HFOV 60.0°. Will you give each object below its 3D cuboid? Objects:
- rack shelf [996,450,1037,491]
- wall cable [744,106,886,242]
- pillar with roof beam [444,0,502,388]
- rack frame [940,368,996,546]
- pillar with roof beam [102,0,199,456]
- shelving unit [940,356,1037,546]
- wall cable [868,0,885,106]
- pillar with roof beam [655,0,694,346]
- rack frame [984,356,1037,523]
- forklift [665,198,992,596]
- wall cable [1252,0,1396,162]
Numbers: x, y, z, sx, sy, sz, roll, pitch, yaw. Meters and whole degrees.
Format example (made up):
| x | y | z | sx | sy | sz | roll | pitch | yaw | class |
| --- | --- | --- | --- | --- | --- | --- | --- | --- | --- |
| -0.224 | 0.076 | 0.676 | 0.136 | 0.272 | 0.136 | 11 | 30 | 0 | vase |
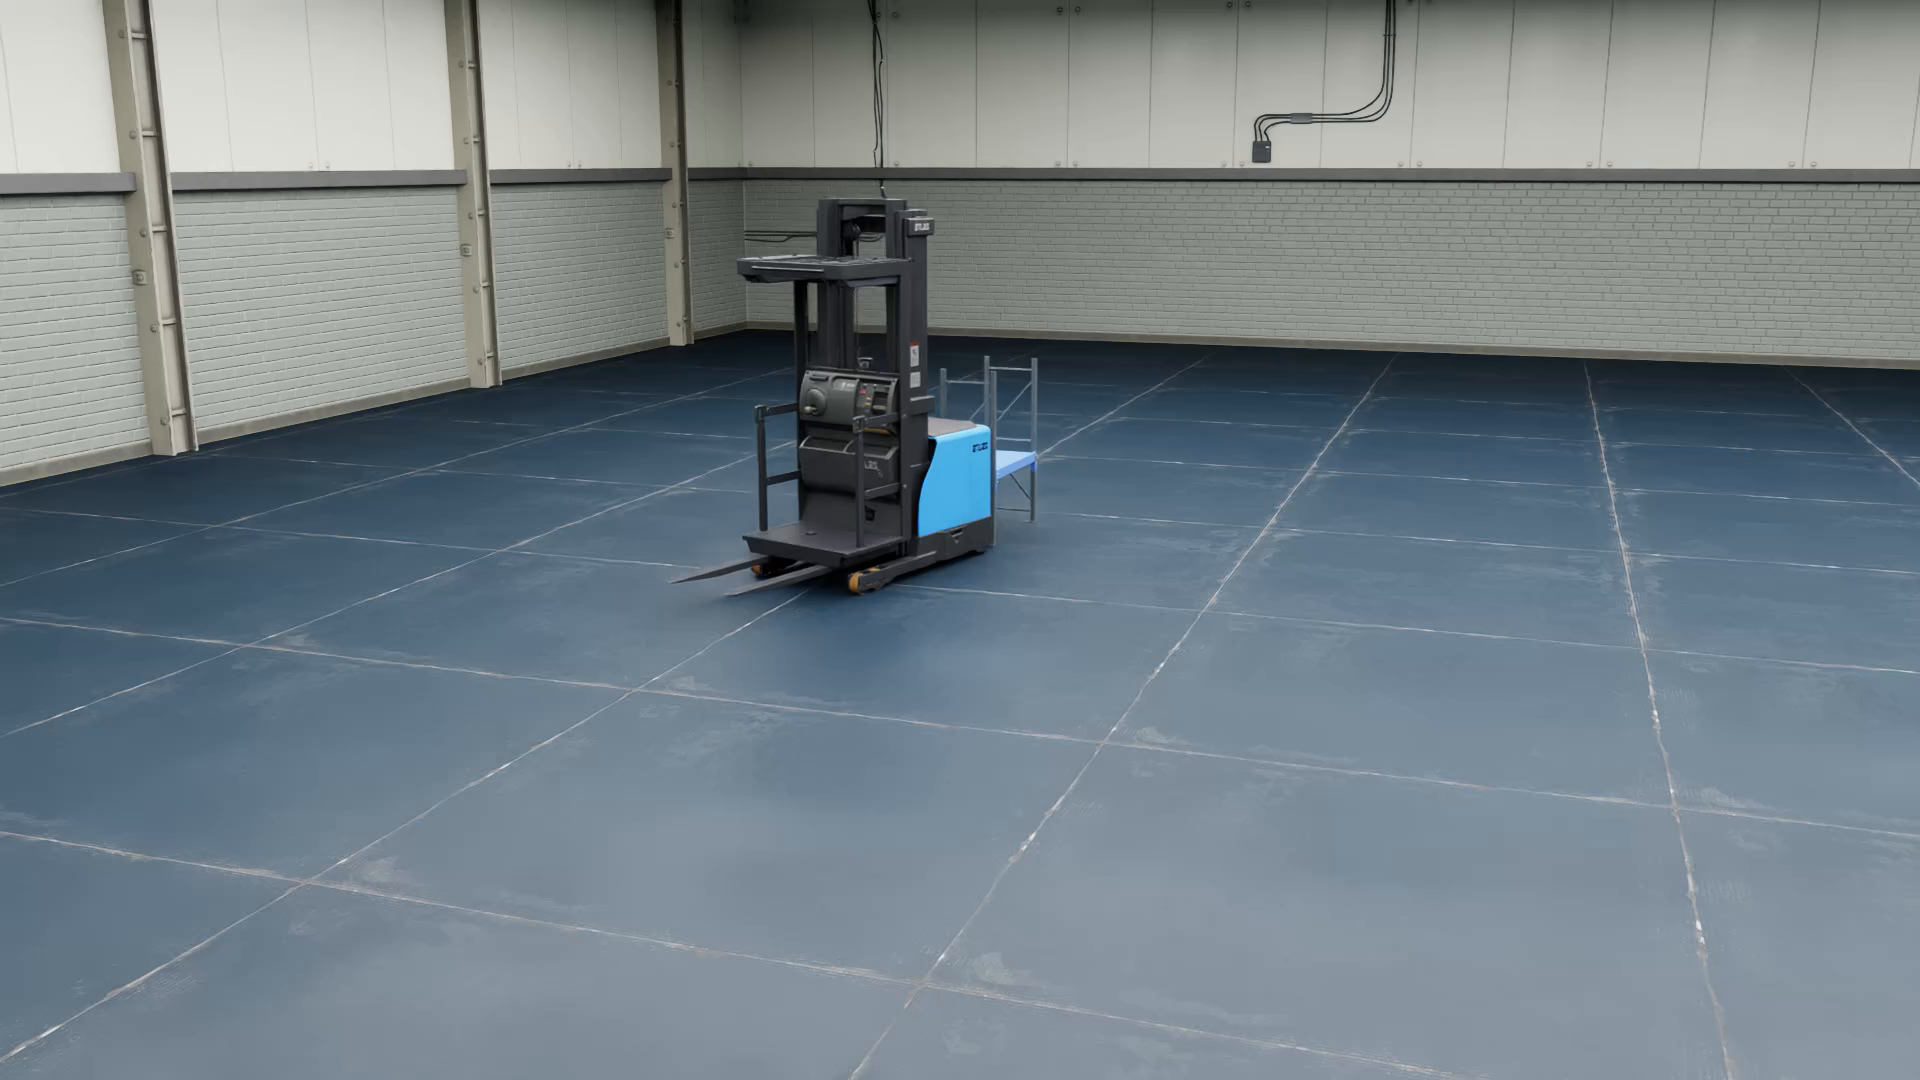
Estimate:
| x | y | z | sx | sy | sz | roll | pitch | yaw | class |
| --- | --- | --- | --- | --- | --- | --- | --- | --- | --- |
| 0.262 | -0.633 | 14.699 | 0.538 | 0.185 | 1.000 | 5 | 14 | 22 | rack shelf |
| -2.811 | -6.922 | 31.570 | 3.097 | 2.526 | 0.112 | 4 | 14 | 18 | wall cable |
| -2.883 | -6.337 | 22.031 | 9.100 | 9.000 | 0.400 | 4 | 14 | 18 | pillar with roof beam |
| 0.069 | -0.704 | 14.200 | 0.500 | 1.500 | 0.032 | 5 | 14 | 22 | rack frame |
| -4.825 | -5.074 | 16.496 | 9.100 | 9.000 | 0.400 | 4 | 14 | 18 | pillar with roof beam |
| 0.262 | -0.808 | 14.659 | 0.538 | 1.500 | 1.048 | 5 | 14 | 22 | shelving unit |
| -0.251 | -9.189 | 30.154 | 3.097 | 2.526 | 0.112 | 4 | 14 | 18 | wall cable |
| -0.942 | -7.601 | 27.565 | 9.100 | 9.000 | 0.400 | 4 | 14 | 18 | pillar with roof beam |
| 0.455 | -0.913 | 15.117 | 0.500 | 1.500 | 0.032 | 5 | 14 | 22 | rack frame |
| -1.002 | -1.136 | 12.877 | 1.130 | 2.935 | 3.031 | 9 | 16 | 35 | forklift |
| 6.167 | -9.407 | 27.836 | 2.305 | 6.003 | 0.169 | 4 | 14 | 18 | wall cable |
